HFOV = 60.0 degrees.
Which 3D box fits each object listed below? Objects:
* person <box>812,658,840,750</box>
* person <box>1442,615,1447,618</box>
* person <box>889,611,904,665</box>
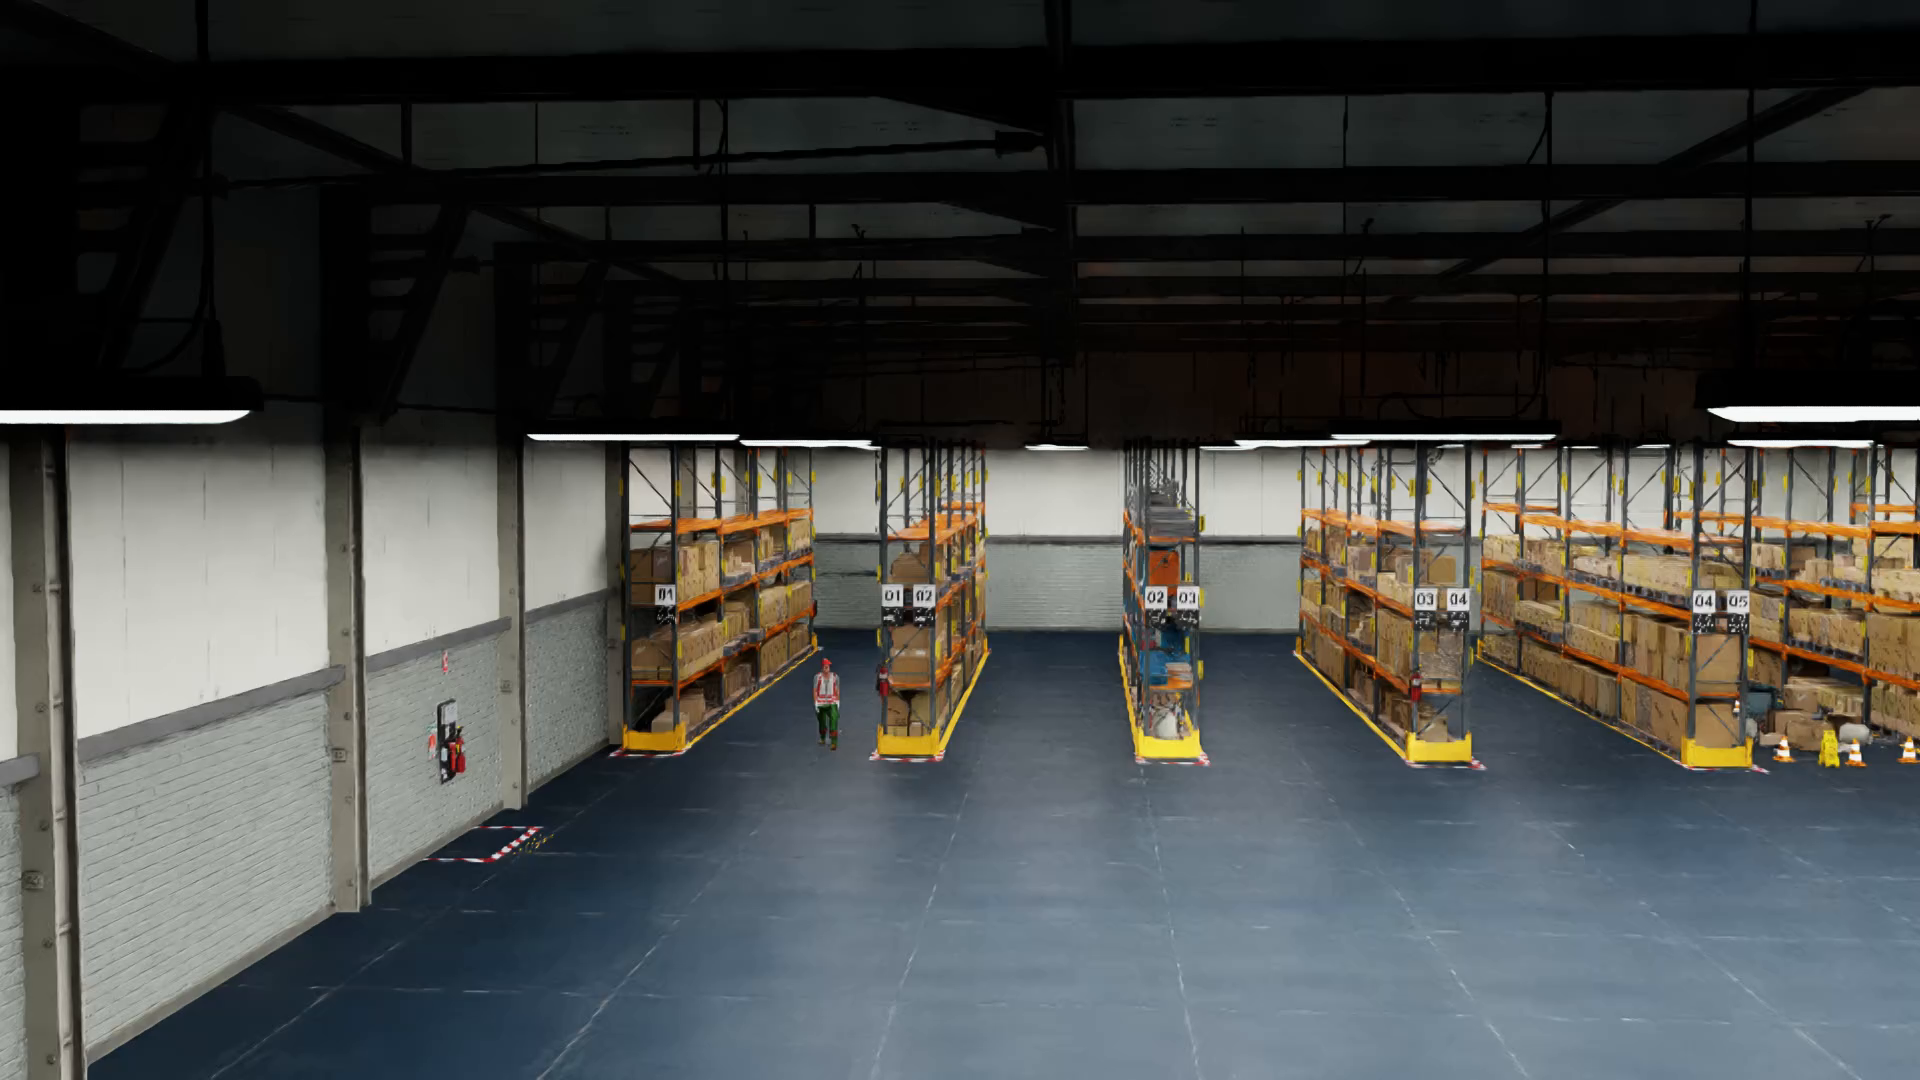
[{"bbox_3d":[-2.576,3.135,31.965,0.528,1.727,1.030,0,3,-4],"label":"person"},{"bbox_3d":[13.372,2.515,45.548,0.417,1.517,1.036,0,3,7],"label":"person"},{"bbox_3d":[-1.571,2.560,44.259,0.625,1.611,0.575,0,3,2],"label":"person"}]
